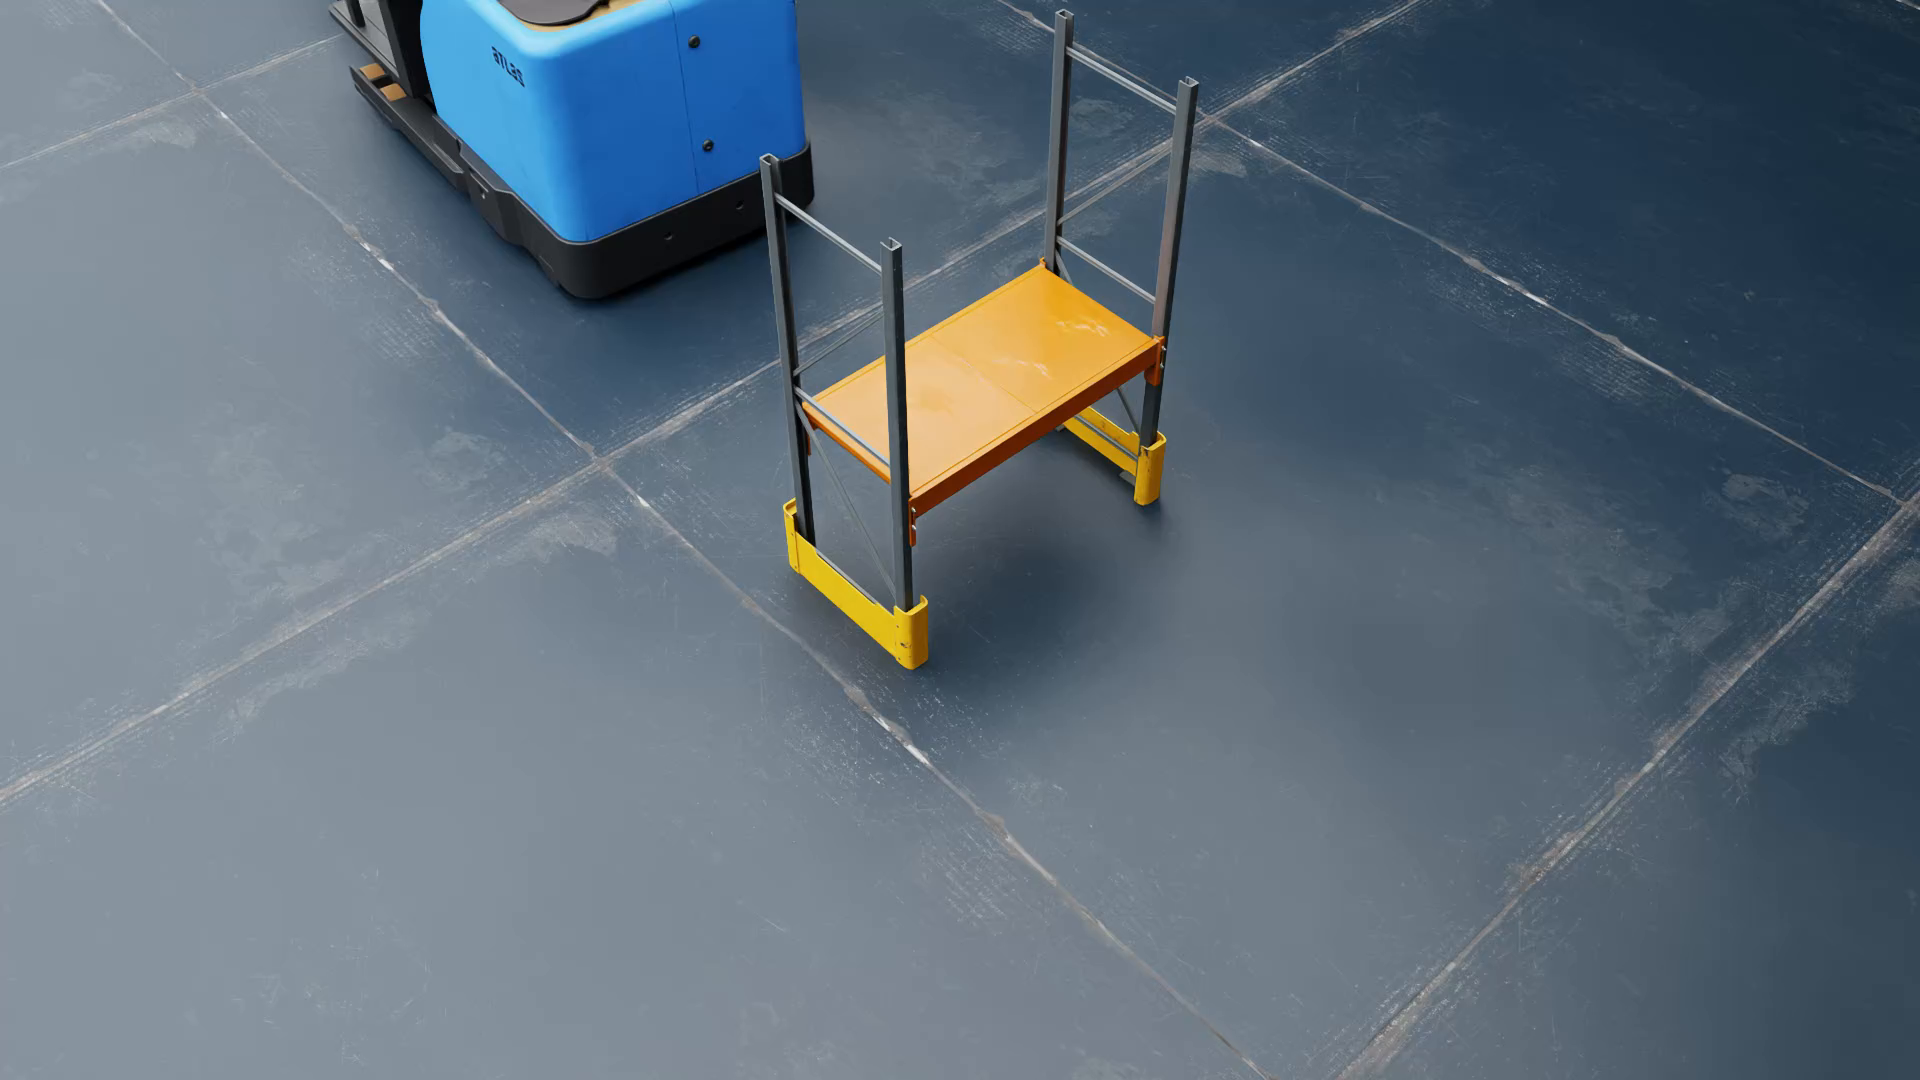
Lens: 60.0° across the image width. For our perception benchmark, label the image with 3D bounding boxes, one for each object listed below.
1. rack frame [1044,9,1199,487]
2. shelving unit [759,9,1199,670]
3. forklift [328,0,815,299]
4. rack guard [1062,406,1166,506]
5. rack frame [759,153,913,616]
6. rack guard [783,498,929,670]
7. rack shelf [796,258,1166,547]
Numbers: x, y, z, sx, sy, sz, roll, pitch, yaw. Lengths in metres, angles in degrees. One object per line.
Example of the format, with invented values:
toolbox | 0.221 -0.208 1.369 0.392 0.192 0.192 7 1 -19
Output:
rack frame | 0.439 -0.802 4.970 0.032 1.500 0.500 -34 56 -27
shelving unit | 0.056 -0.546 4.734 1.083 1.500 0.587 -34 56 -27
forklift | -1.858 -2.891 5.923 1.130 2.935 3.031 -30 54 -25
rack guard | 0.425 -0.369 5.420 0.087 0.250 0.587 -34 56 -27
rack frame | -0.313 -0.299 4.506 0.032 1.500 0.500 -34 56 -27
rack guard | -0.312 0.124 4.966 0.087 0.250 0.587 -34 56 -27
rack shelf | 0.063 -0.429 4.870 1.000 0.185 0.538 -34 56 -27
